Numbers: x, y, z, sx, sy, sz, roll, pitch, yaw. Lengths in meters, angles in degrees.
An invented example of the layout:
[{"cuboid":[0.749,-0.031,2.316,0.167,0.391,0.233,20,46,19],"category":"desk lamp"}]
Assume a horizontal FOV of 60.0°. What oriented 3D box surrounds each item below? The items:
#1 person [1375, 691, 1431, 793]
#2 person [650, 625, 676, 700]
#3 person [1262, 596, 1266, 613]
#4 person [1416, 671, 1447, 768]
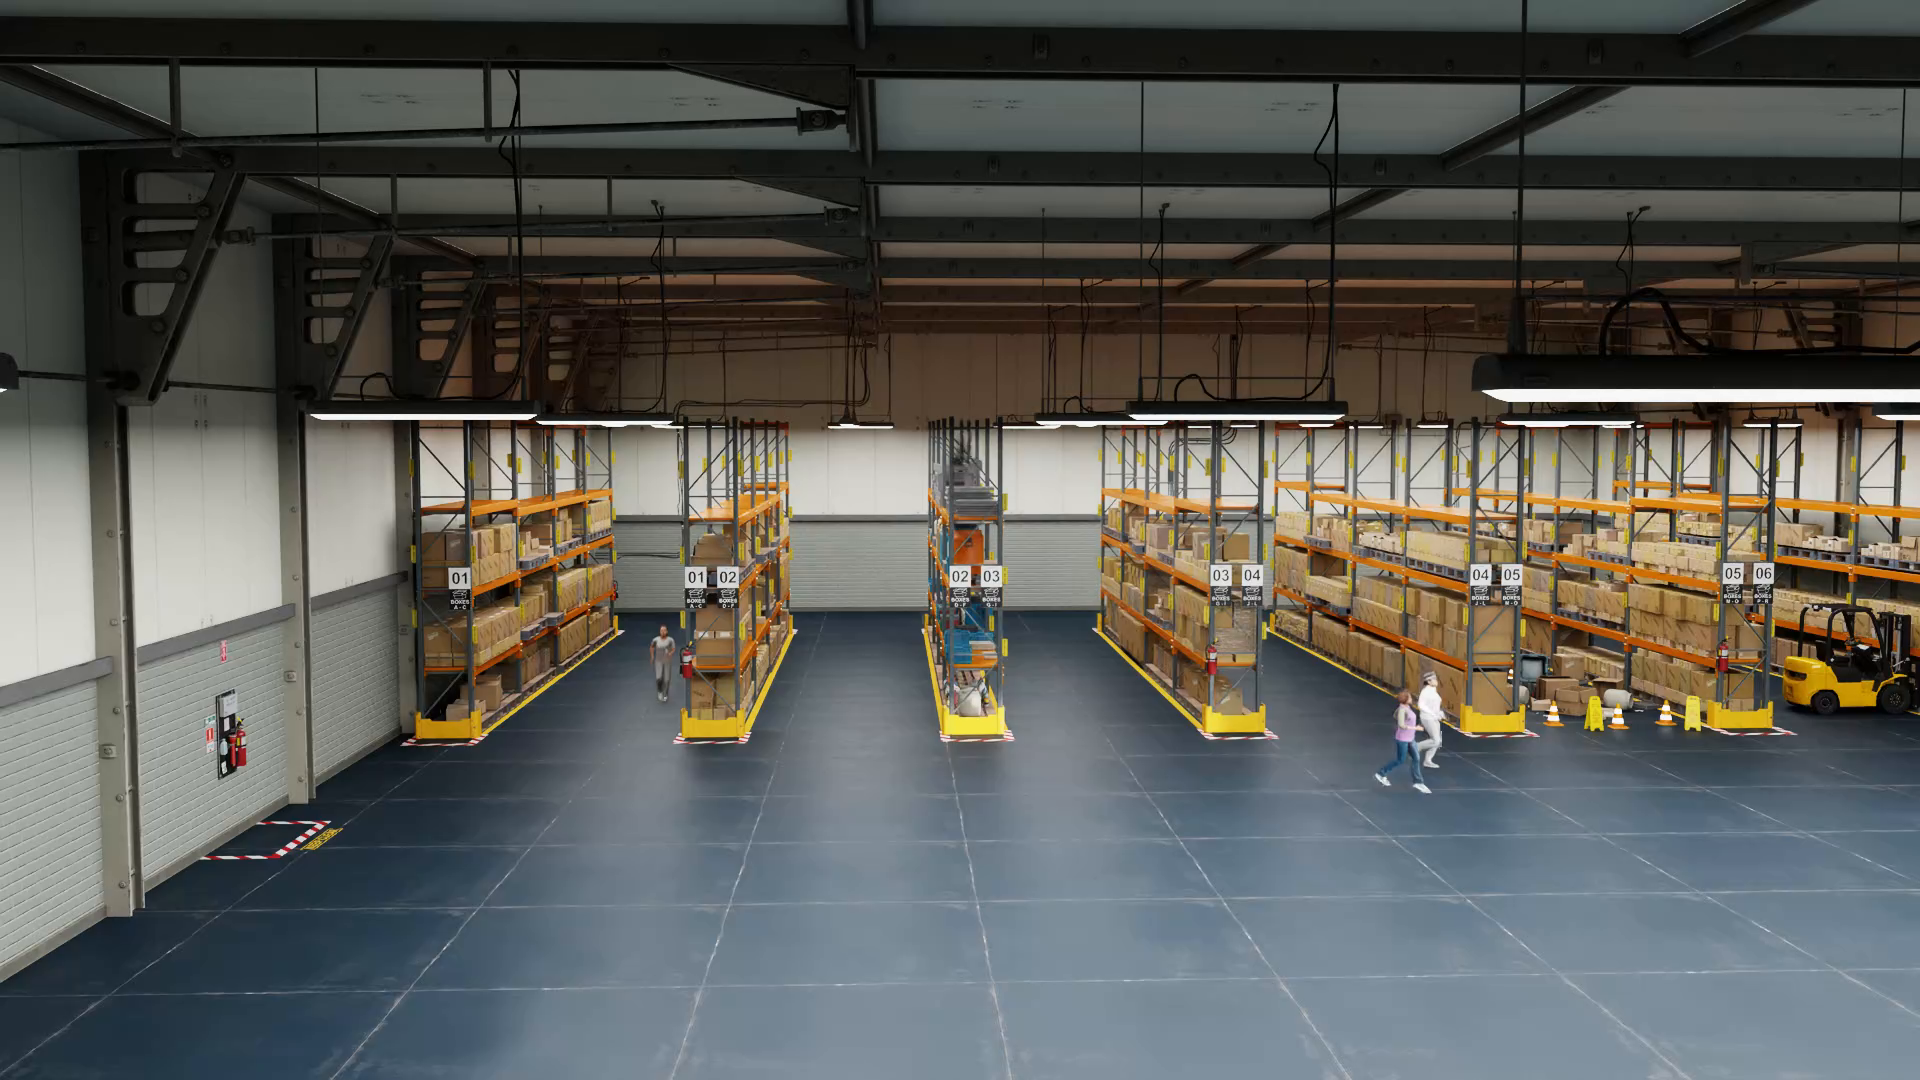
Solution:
[{"cuboid":[7.052,3.193,26.436,0.860,1.614,0.550,2,4,30],"category":"person"},{"cuboid":[-6.274,2.601,35.113,0.536,1.626,0.702,-1,4,-9],"category":"person"},{"cuboid":[7.828,1.955,44.562,0.723,1.740,0.635,0,4,2],"category":"person"},{"cuboid":[7.979,3.045,28.346,0.543,1.652,0.602,2,4,31],"category":"person"}]
